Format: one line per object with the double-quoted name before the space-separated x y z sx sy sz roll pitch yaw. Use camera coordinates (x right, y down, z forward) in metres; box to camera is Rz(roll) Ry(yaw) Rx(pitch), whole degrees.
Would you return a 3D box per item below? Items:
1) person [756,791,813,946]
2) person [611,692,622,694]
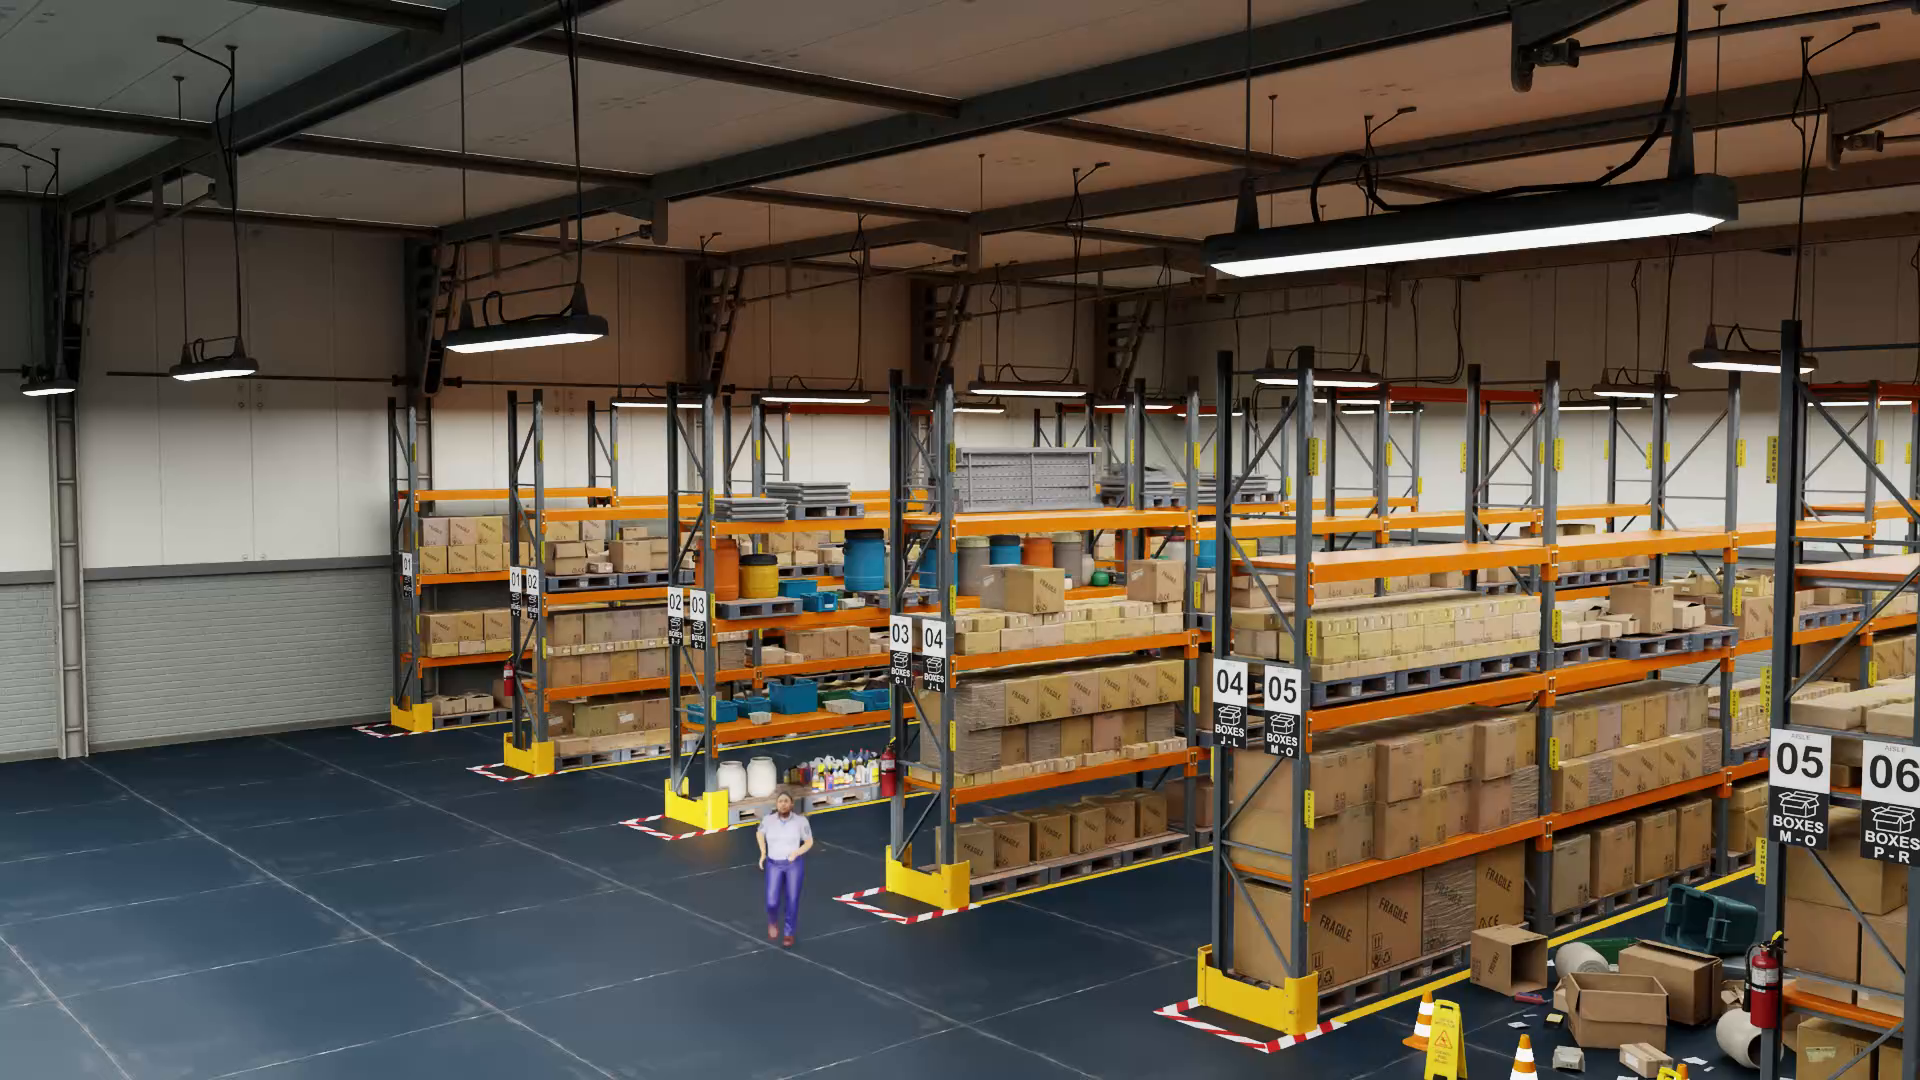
"person" -1.800 3.368 16.979 0.596 1.607 0.550 0 3 -2
"person" -6.001 2.596 29.350 0.610 1.739 0.680 -3 4 -41
